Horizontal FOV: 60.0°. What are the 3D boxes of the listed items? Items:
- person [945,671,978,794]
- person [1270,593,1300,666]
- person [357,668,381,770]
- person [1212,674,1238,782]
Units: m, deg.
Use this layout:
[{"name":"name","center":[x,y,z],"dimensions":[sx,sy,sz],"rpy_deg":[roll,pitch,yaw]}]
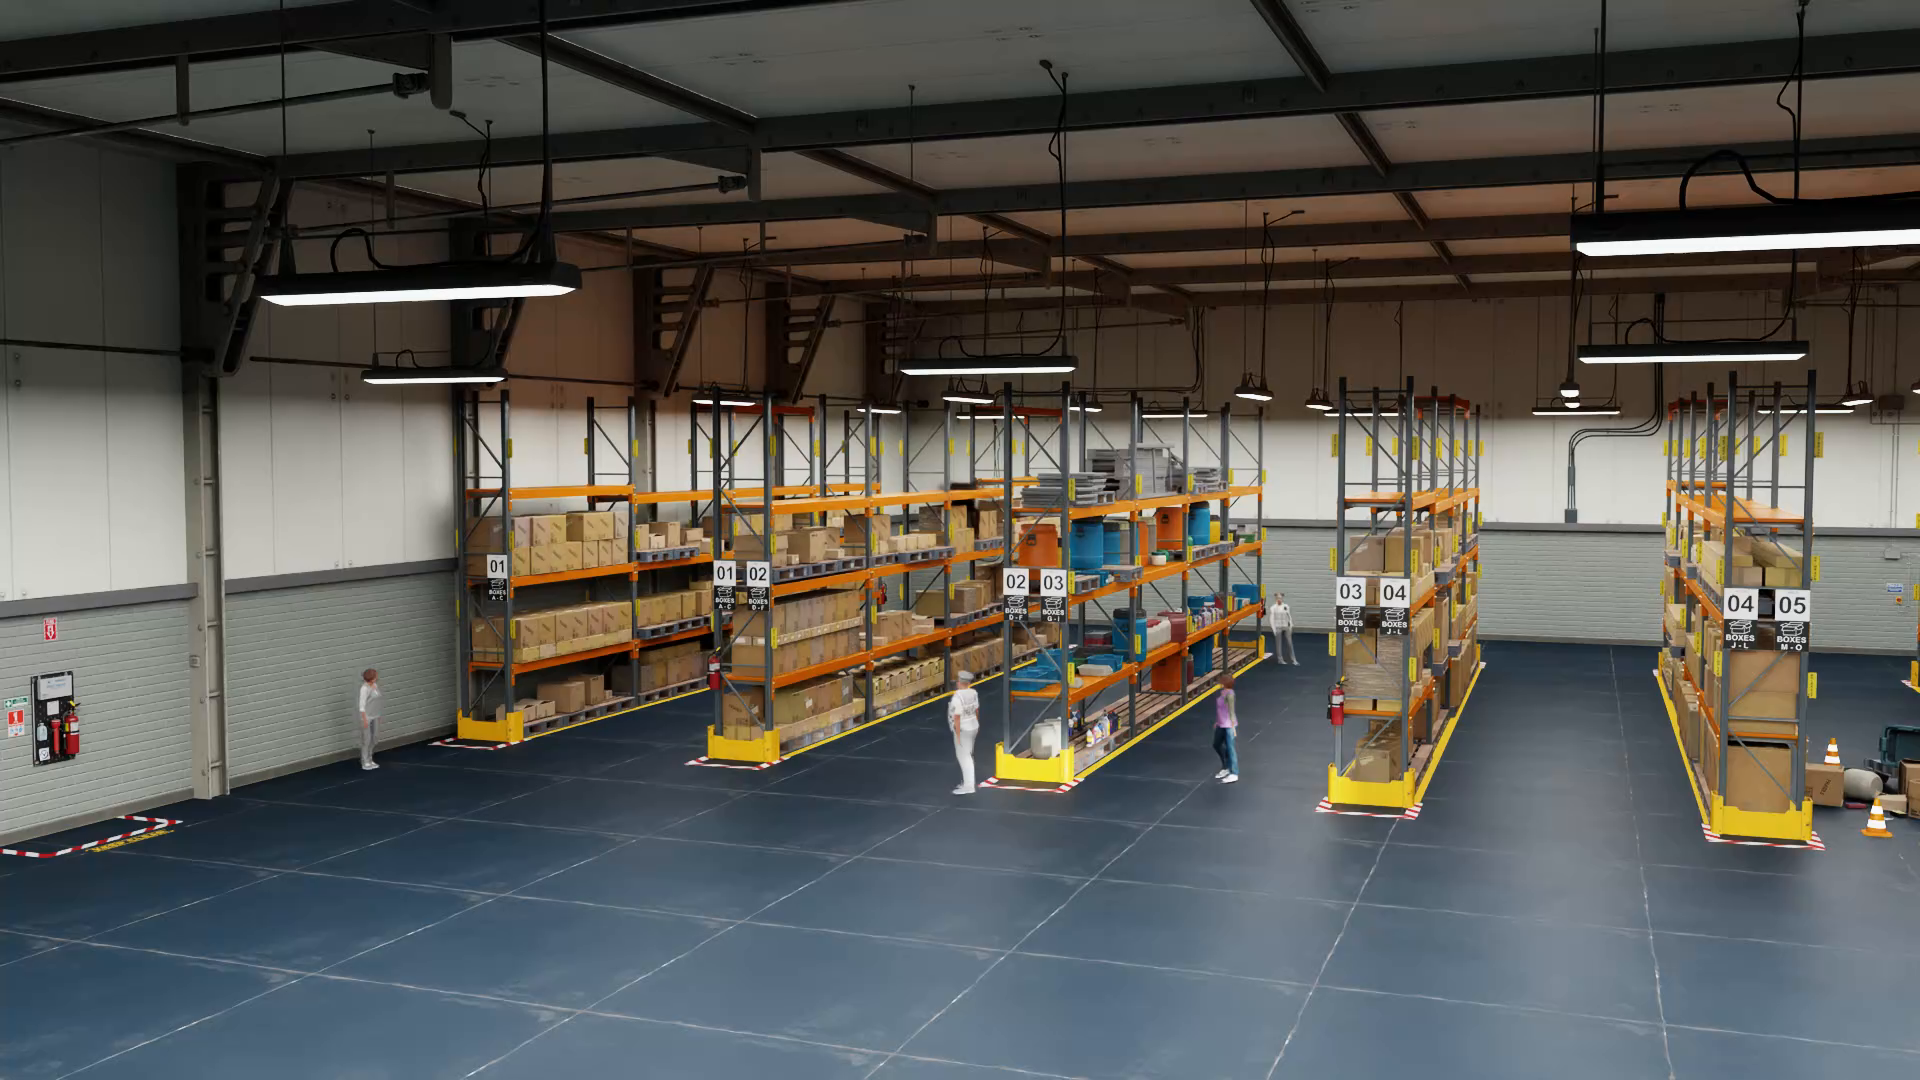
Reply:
[{"name":"person","center":[0.055,2.783,24.185],"dimensions":[0.442,1.786,0.713],"rpy_deg":[1,3,21]},{"name":"person","center":[7.516,2.052,38.512],"dimensions":[0.676,1.689,0.353],"rpy_deg":[0,3,0]},{"name":"person","center":[-9.208,2.783,25.891],"dimensions":[0.366,1.594,0.446],"rpy_deg":[1,3,11]},{"name":"person","center":[3.996,2.810,25.031],"dimensions":[0.331,1.602,0.466],"rpy_deg":[-1,3,-12]}]
